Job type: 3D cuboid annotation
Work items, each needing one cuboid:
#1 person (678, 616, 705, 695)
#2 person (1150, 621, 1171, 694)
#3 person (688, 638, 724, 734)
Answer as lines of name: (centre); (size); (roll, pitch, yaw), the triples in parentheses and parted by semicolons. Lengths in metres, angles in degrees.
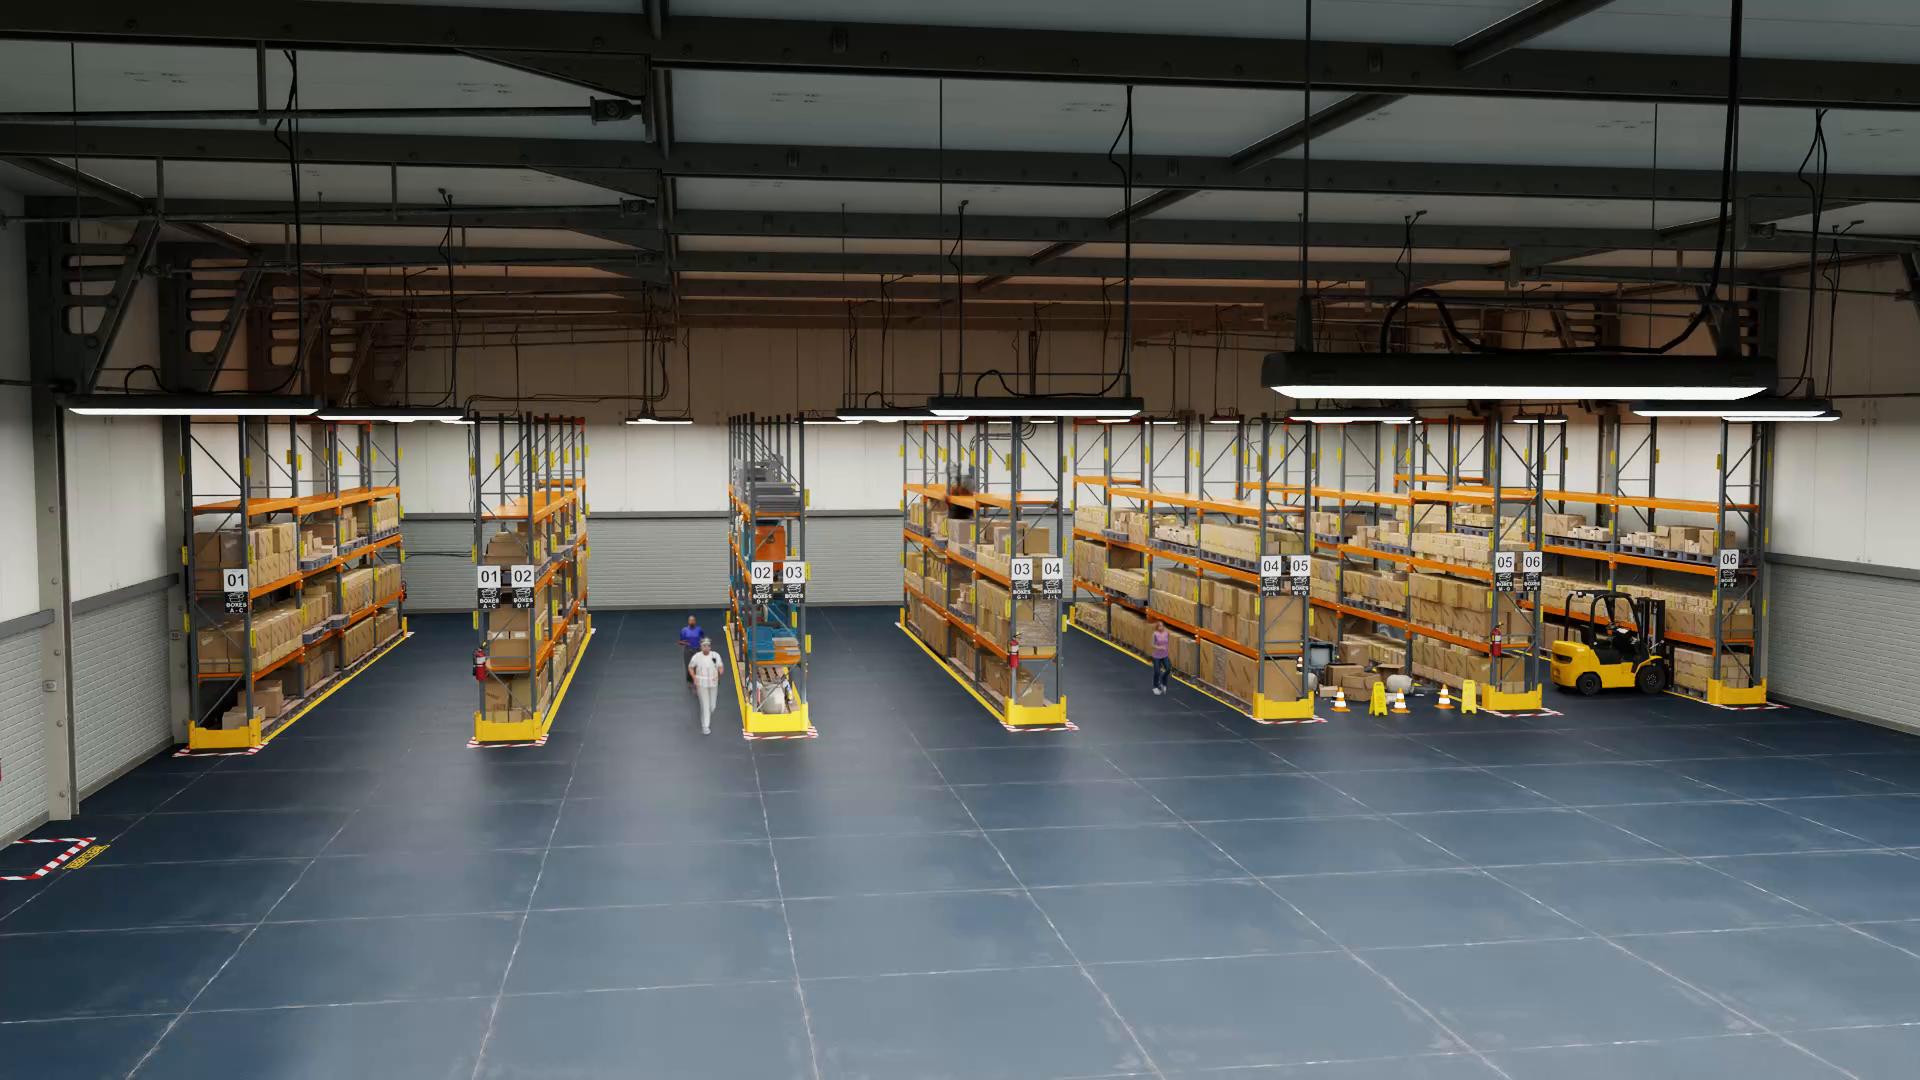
person: (-5.752, 2.443, 35.717); (0.586, 1.646, 0.891); (-1, 4, -13)
person: (4.294, 2.509, 35.458); (0.510, 1.578, 0.644); (-1, 4, -14)
person: (-4.774, 2.707, 31.281); (0.654, 1.777, 0.800); (-1, 4, -20)
